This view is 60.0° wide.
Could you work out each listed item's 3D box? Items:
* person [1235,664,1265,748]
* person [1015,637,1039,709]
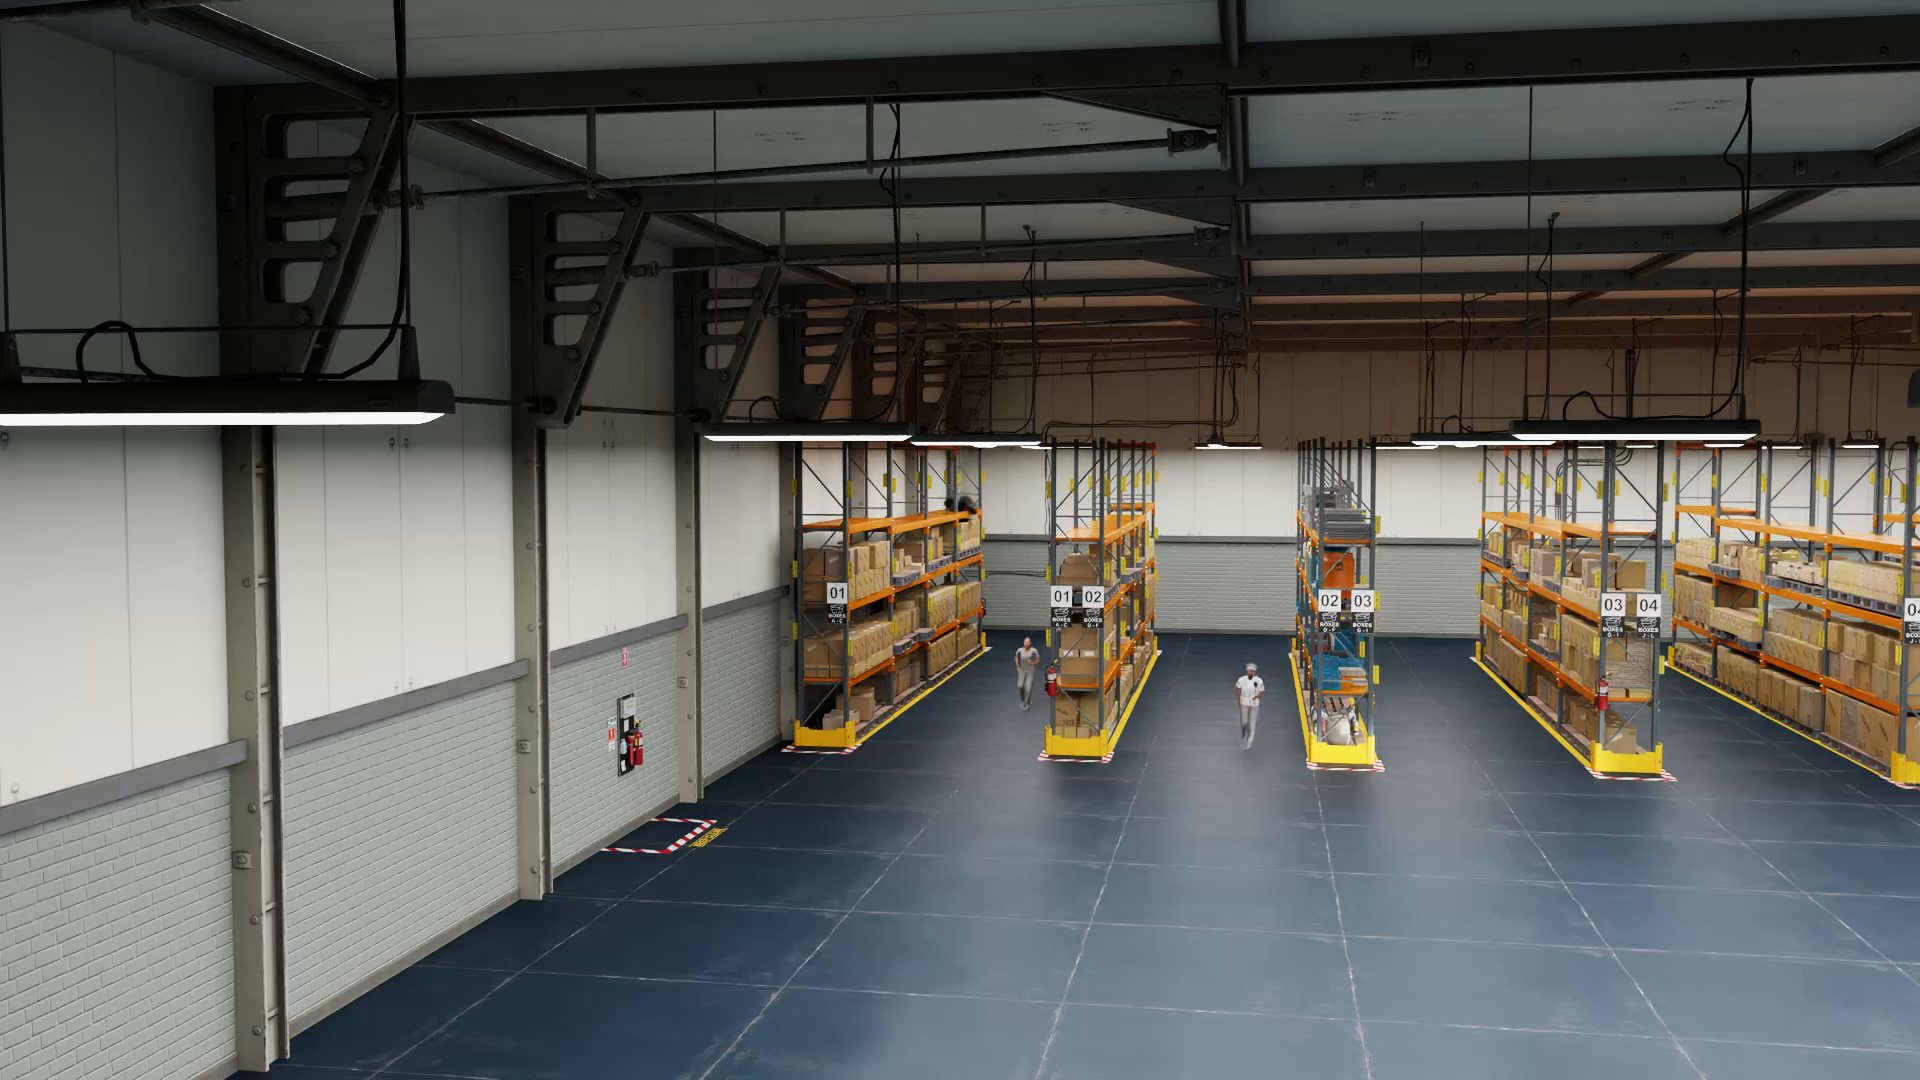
[{"bbox_3d":[5.577,3.187,31.982,0.570,1.652,0.652,1,3,10],"label":"person"},{"bbox_3d":[1.483,2.950,36.785,0.560,1.615,0.661,0,3,9],"label":"person"}]
